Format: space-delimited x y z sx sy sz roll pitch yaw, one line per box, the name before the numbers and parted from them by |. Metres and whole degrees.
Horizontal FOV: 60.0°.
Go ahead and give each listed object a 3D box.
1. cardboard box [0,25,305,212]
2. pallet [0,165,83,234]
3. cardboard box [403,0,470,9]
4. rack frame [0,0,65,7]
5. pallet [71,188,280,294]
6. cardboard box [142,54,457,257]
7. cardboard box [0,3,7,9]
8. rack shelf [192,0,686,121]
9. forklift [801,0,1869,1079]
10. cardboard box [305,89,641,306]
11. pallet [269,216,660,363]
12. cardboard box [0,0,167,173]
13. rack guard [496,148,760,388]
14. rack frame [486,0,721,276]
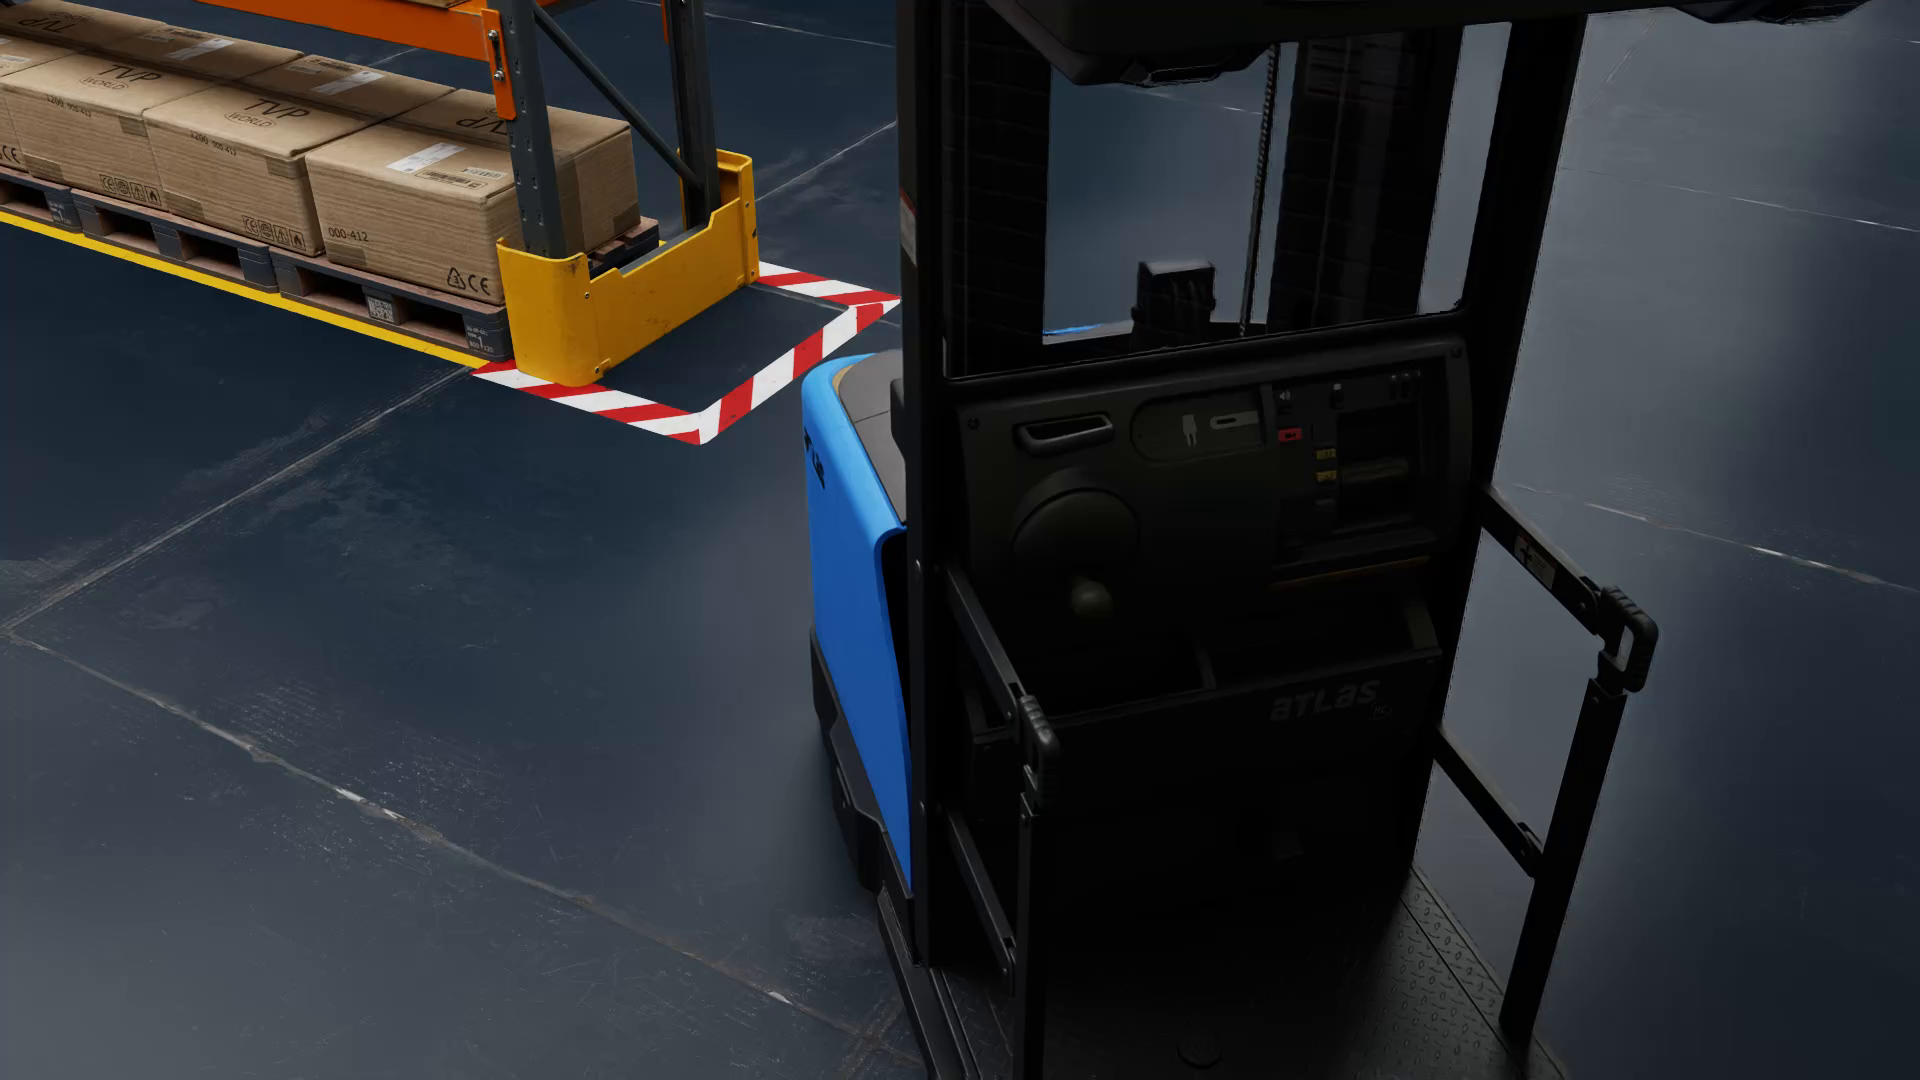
cardboard box | -3.468 -1.866 7.279 0.875 0.438 0.875 16 37 23
pallet | -4.116 -1.821 7.794 1.213 0.211 1.003 18 37 24
cardboard box | -1.815 -2.175 5.720 0.500 0.500 0.500 18 38 25
rack frame | -4.738 -3.228 7.391 0.127 3.000 1.000 18 37 24
pallet | -3.053 -1.486 7.291 1.213 0.211 1.003 18 37 24
cardboard box | -2.686 -1.617 6.905 0.875 0.438 0.875 19 38 26
cardboard box | -5.316 -2.651 8.062 0.875 0.875 0.875 19 38 26
rack shelf | -3.001 -2.379 6.765 4.000 0.370 1.077 18 37 24
forklift | 0.513 -0.045 2.673 1.130 2.935 3.031 -9 35 -14
cardboard box | -1.887 -1.370 6.534 0.875 0.438 0.875 16 37 23
pallet | -1.998 -1.150 6.786 1.213 0.211 1.003 18 37 24
cardboard box | -4.246 -2.112 7.648 0.875 0.438 0.875 17 37 24
rack guard | -1.244 -1.081 6.422 0.348 0.500 1.175 18 37 24
rack frame | -1.265 -2.128 5.739 0.127 3.000 1.000 18 37 24
